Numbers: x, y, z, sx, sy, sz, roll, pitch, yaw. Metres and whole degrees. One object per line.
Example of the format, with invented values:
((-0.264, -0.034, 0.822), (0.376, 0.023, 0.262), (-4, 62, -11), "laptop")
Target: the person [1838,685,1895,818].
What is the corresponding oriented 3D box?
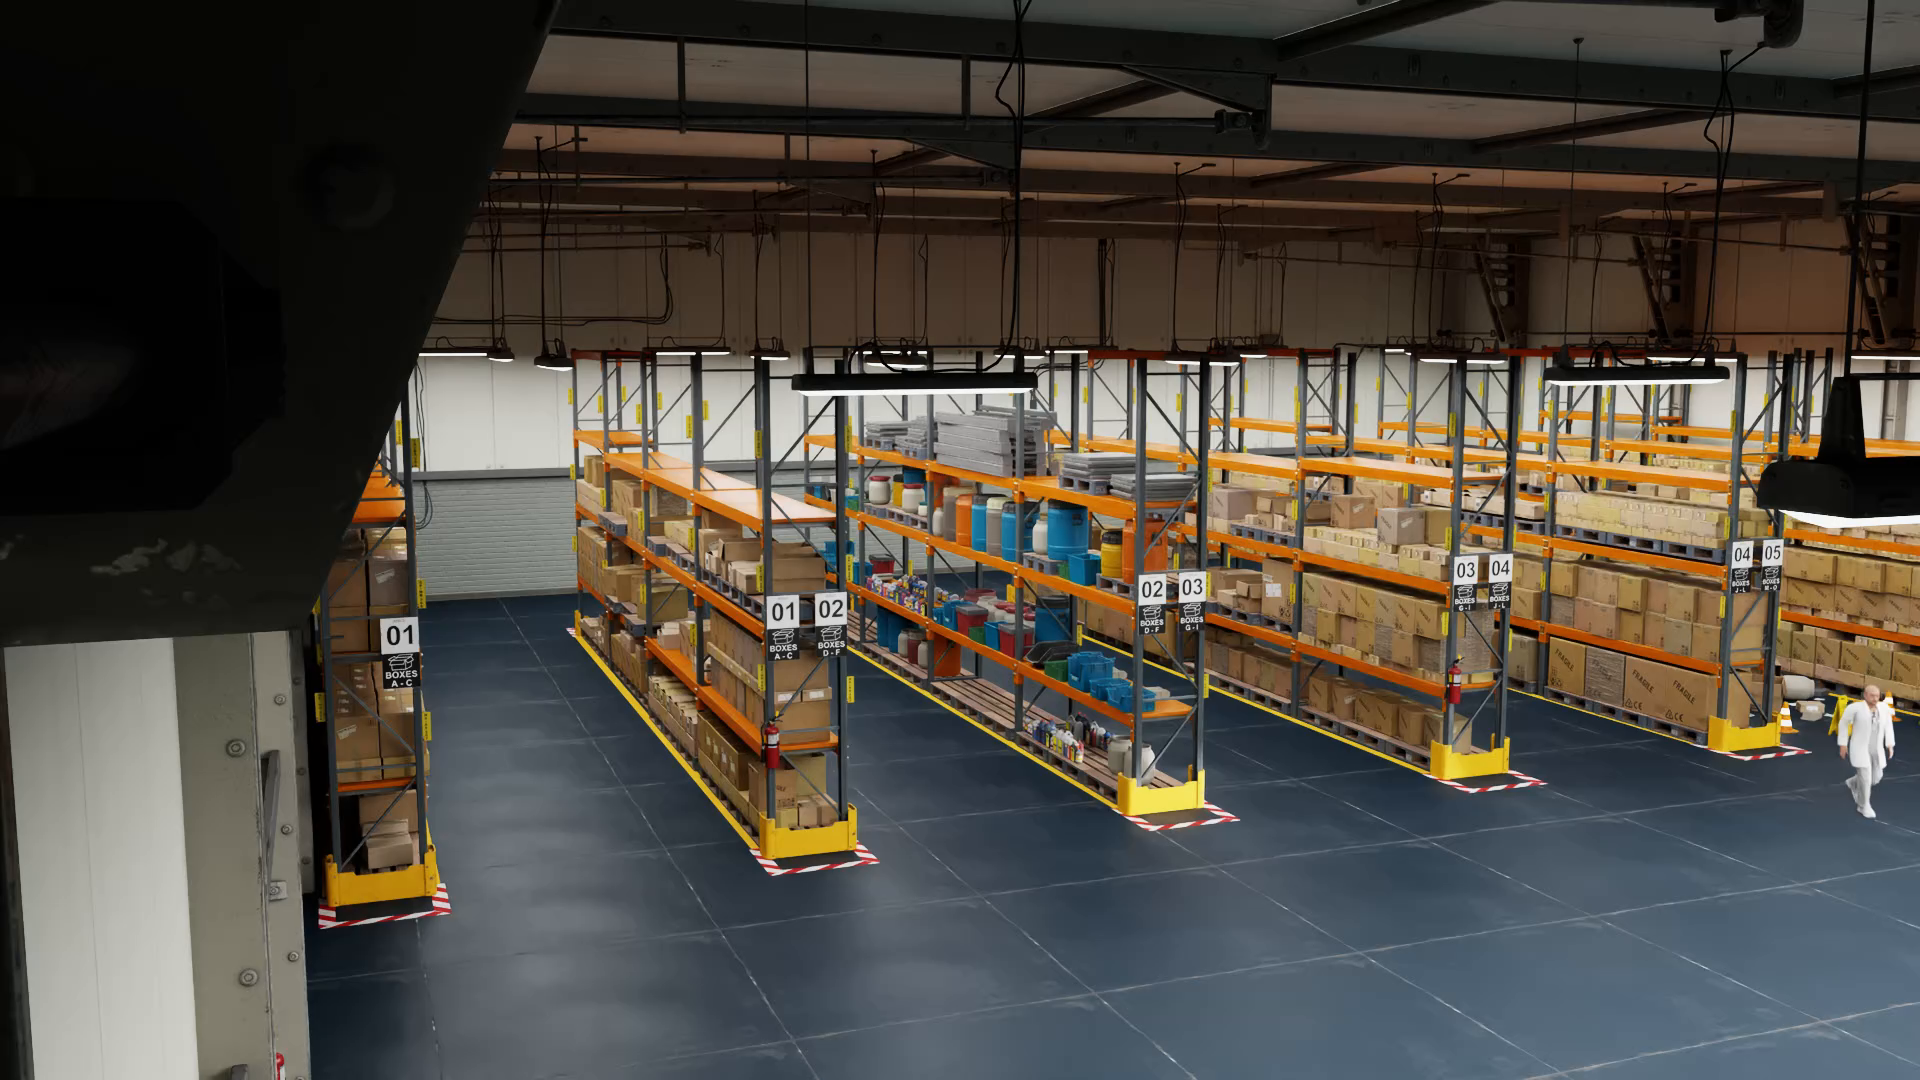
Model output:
((11.932, 2.738, 22.021), (0.641, 1.757, 0.750), (0, 7, -4), "person")
